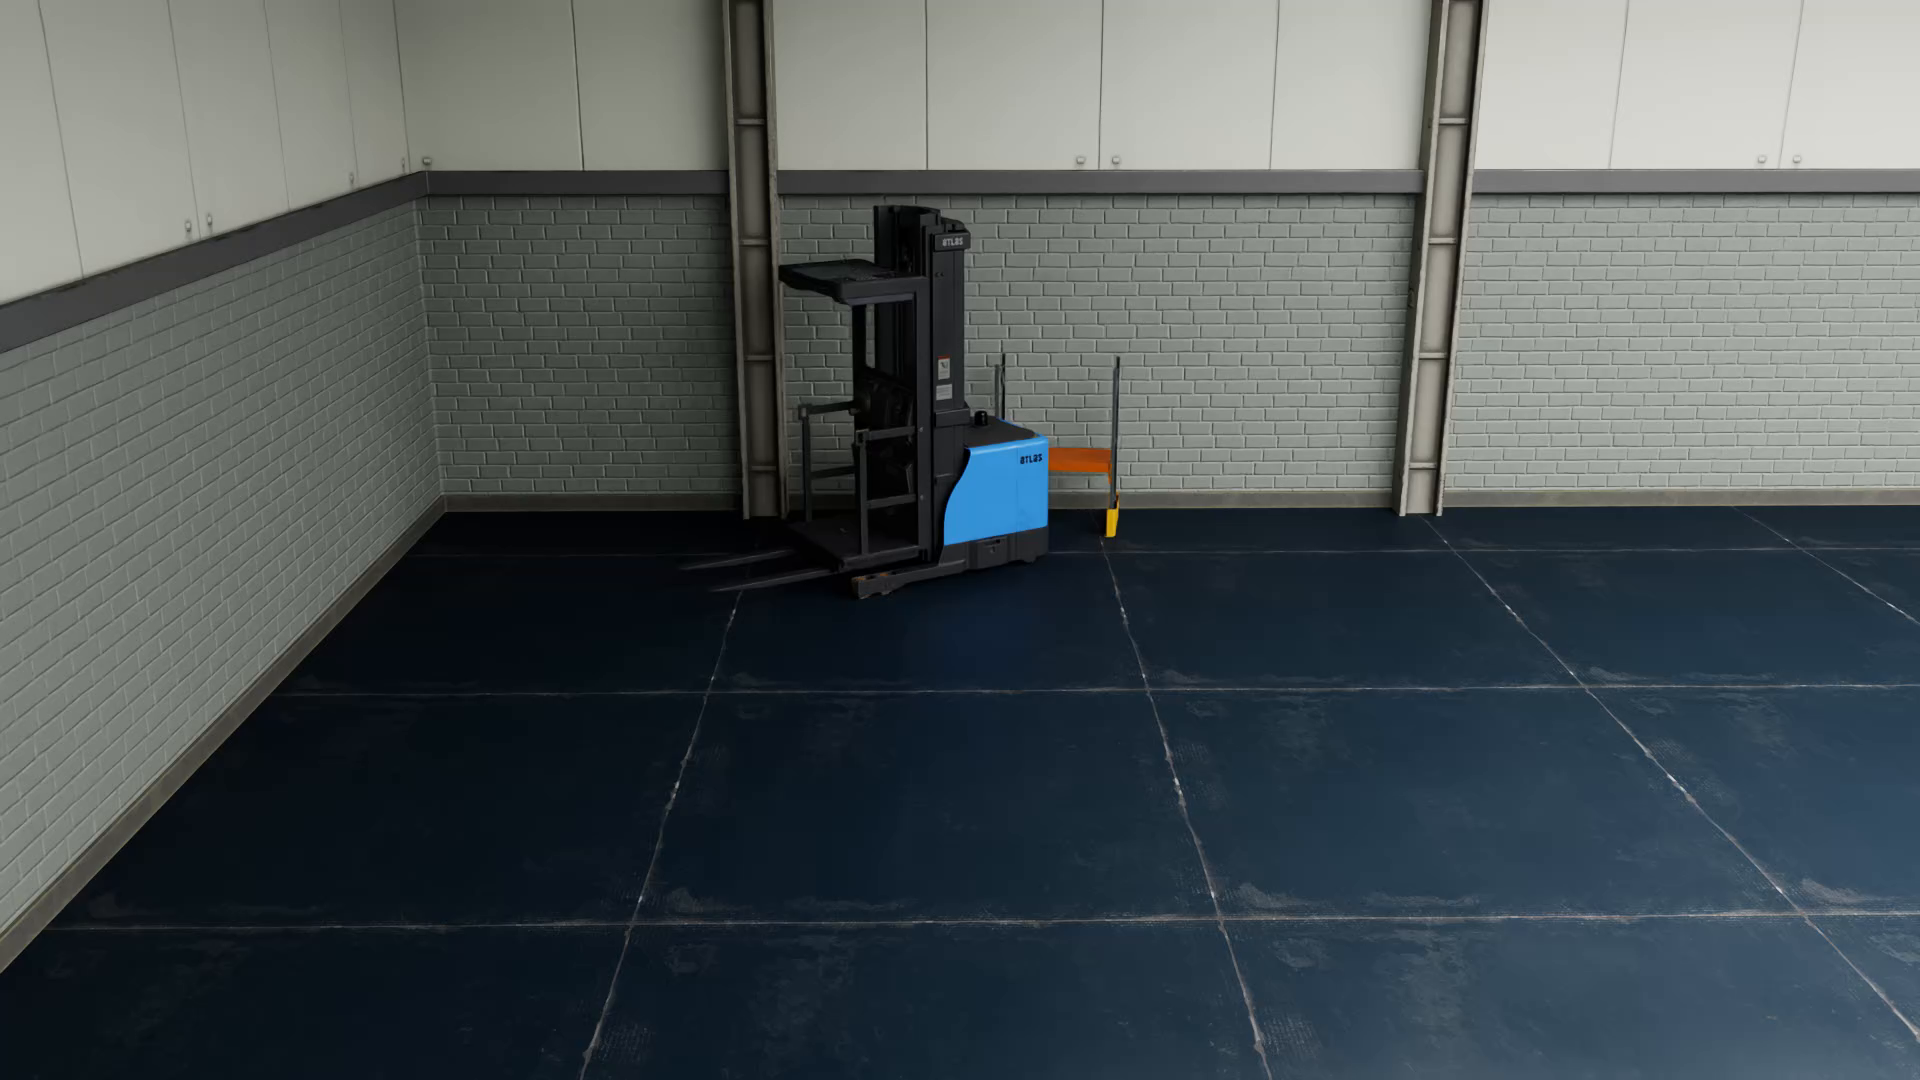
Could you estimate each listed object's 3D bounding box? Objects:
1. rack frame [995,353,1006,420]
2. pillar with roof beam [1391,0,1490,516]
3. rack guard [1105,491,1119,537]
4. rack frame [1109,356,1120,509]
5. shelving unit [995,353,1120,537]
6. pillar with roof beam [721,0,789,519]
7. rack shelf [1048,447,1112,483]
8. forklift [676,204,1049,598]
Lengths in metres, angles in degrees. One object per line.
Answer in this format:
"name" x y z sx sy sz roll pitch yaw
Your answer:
"rack frame" 0.357 -0.875 14.821 0.032 1.500 0.500 3 18 8
"pillar with roof beam" 4.287 -3.239 9.913 0.400 9.000 9.100 0 18 -1
"rack guard" 1.362 -0.236 14.875 0.087 0.250 0.587 3 18 8
"rack frame" 1.363 -0.831 14.683 0.032 1.500 0.500 3 18 8
"shelving unit" 0.869 -0.853 14.751 1.083 1.500 0.587 3 18 8
"pillar with roof beam" -1.712 -3.210 9.822 0.400 9.000 9.100 0 18 -1
"rack shelf" 0.860 -0.682 14.807 1.000 0.185 0.538 3 18 8
"forklift" -0.781 -1.118 13.235 3.031 2.935 1.130 -10 21 -29
